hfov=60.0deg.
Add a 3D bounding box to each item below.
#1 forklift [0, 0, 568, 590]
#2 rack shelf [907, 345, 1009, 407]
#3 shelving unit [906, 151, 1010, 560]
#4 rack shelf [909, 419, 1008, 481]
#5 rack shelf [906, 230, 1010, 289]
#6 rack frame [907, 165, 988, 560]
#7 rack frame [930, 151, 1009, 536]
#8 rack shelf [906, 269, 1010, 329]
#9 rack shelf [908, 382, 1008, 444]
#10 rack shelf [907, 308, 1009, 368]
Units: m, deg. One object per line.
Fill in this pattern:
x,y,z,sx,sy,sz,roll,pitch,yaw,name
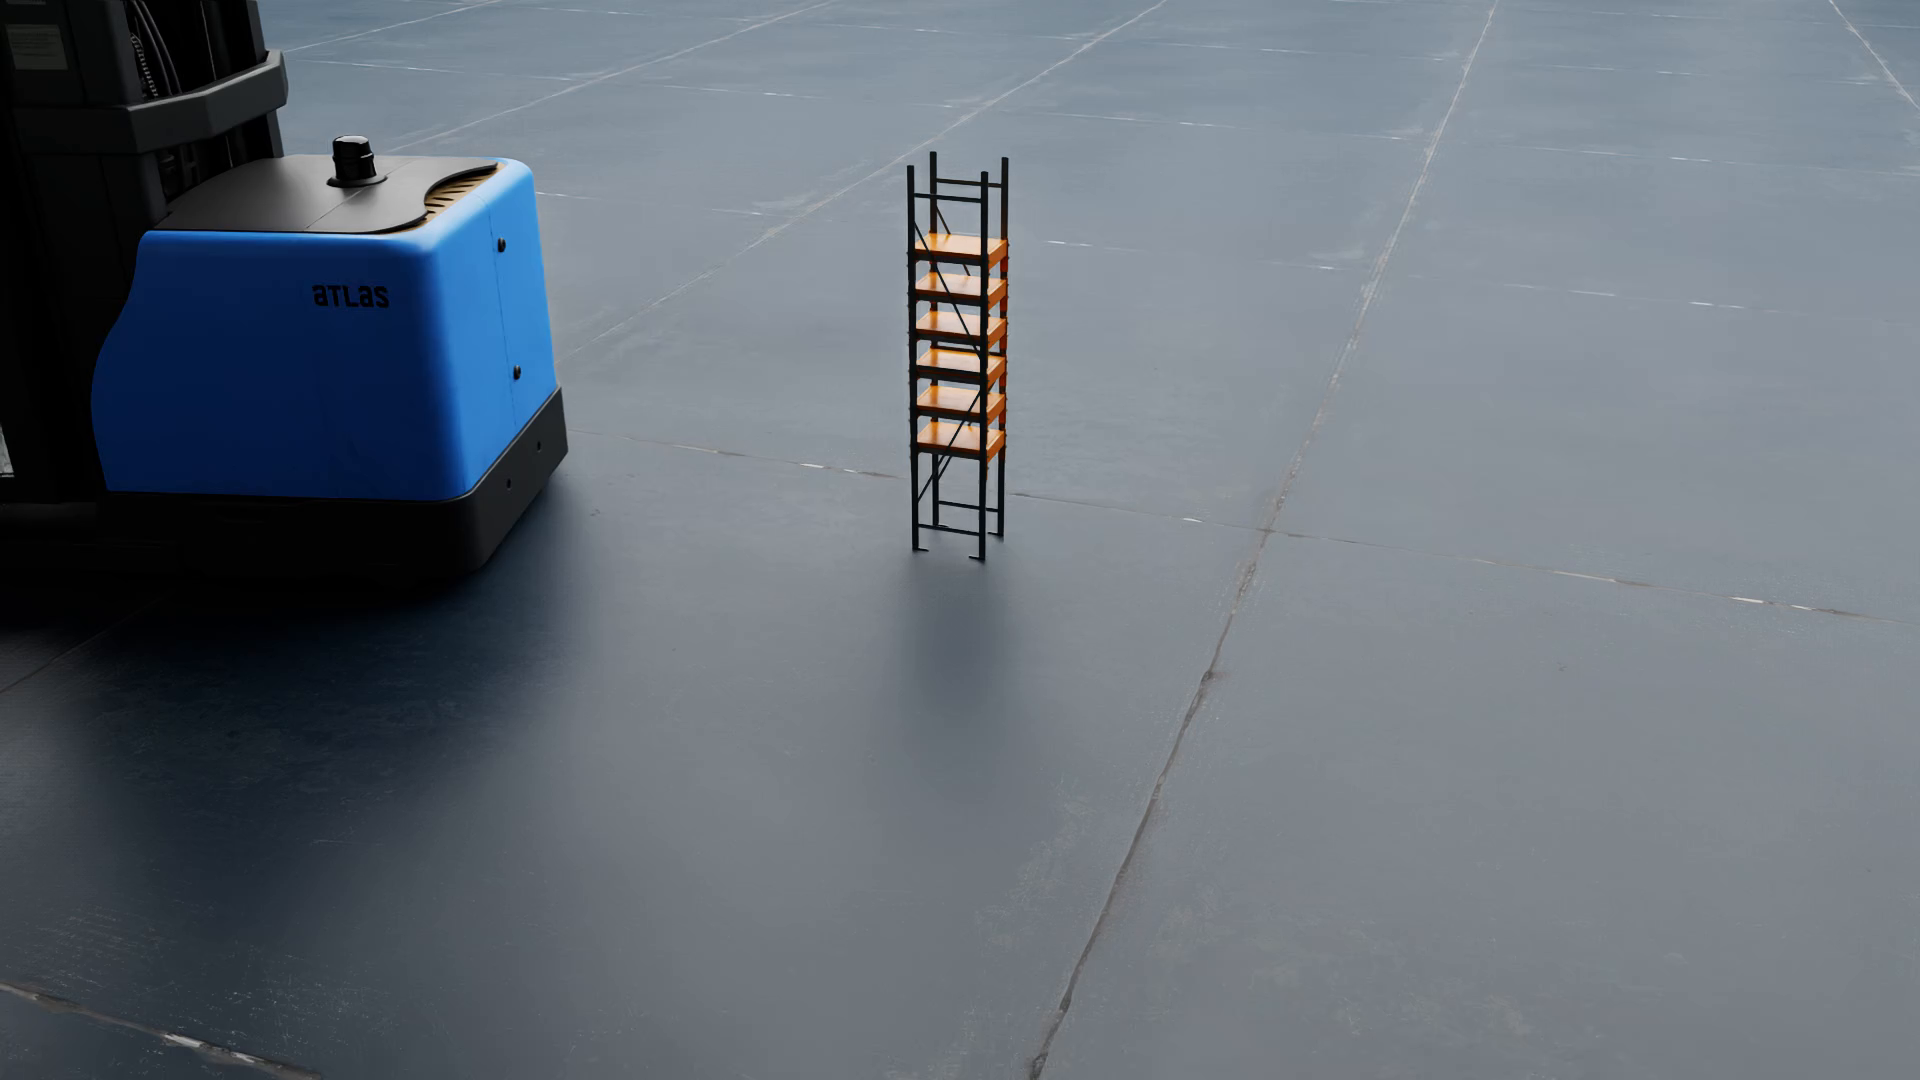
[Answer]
-2.888,-1.419,4.817,3.031,2.935,1.130,2,26,4,forklift
-0.005,-0.494,4.996,0.258,0.103,0.180,9,27,17,rack shelf
-0.005,-0.534,4.976,0.258,1.200,0.189,9,27,17,shelving unit
-0.005,-0.278,5.100,0.258,0.103,0.180,9,27,17,rack shelf
-0.005,-0.818,4.839,0.258,0.103,0.180,9,27,17,rack shelf
-0.035,-0.496,4.899,0.240,1.200,0.006,9,27,17,rack frame
0.026,-0.572,5.054,0.240,1.200,0.006,9,27,17,rack frame
-0.005,-0.710,4.891,0.258,0.103,0.180,9,27,17,rack shelf
-0.005,-0.386,5.048,0.258,0.103,0.180,9,27,17,rack shelf
-0.005,-0.602,4.943,0.258,0.103,0.180,9,27,17,rack shelf
